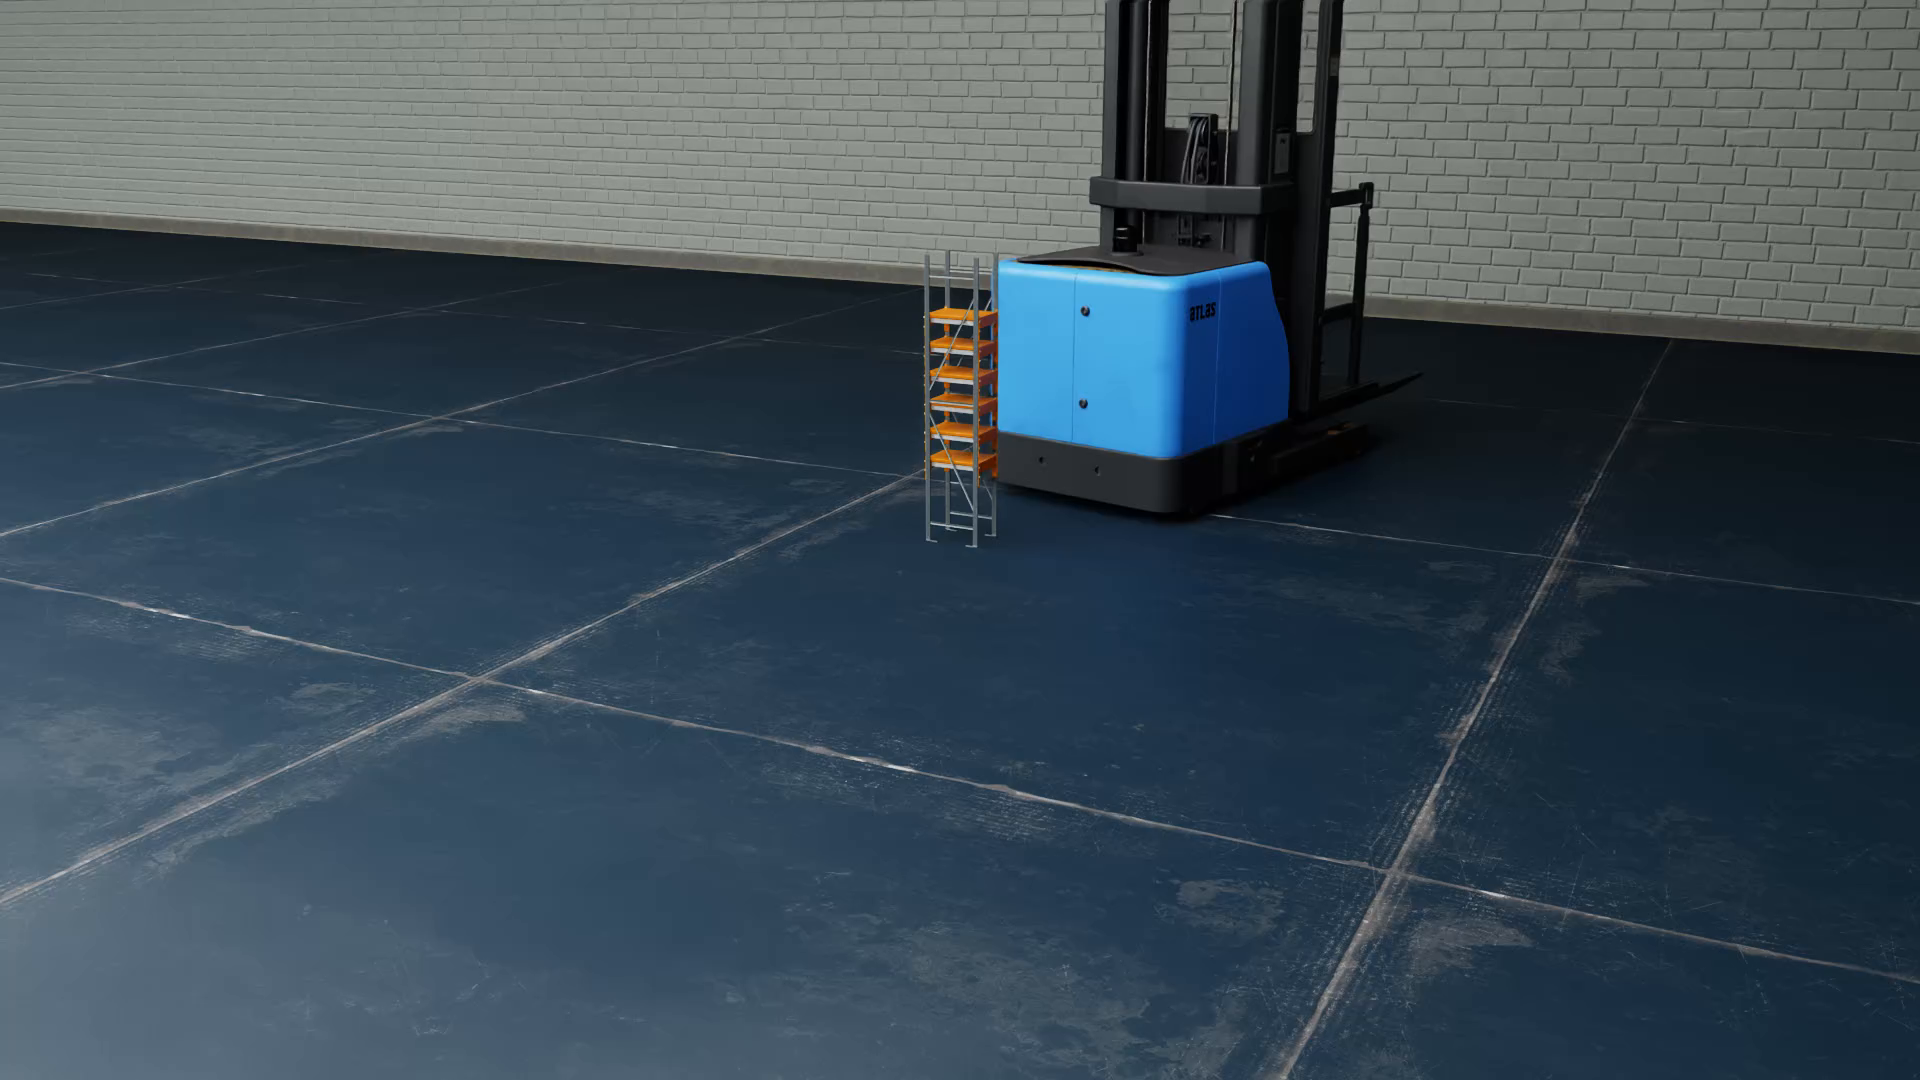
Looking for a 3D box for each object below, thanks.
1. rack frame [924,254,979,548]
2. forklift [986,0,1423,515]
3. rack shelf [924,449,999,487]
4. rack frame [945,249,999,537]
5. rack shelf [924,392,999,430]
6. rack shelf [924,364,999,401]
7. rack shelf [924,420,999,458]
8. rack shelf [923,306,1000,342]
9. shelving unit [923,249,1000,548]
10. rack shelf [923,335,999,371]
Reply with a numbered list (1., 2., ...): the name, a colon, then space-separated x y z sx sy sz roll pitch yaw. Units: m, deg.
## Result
1. rack frame: -0.034 -0.556 6.787 0.240 1.200 0.006 8 18 25
2. forklift: 1.432 -1.870 8.174 1.130 2.935 3.031 13 21 37
3. rack shelf: 0.006 -0.306 6.947 0.258 0.103 0.180 8 18 25
4. rack frame: 0.047 -0.602 6.944 0.240 1.200 0.006 8 18 25
5. rack shelf: 0.006 -0.536 6.879 0.258 0.103 0.180 8 18 25
6. rack shelf: 0.006 -0.651 6.844 0.258 0.103 0.180 8 18 25
7. rack shelf: 0.006 -0.421 6.913 0.258 0.103 0.180 8 18 25
8. rack shelf: 0.006 -0.881 6.776 0.258 0.103 0.180 8 18 25
9. shelving unit: 0.006 -0.579 6.866 0.258 1.200 0.189 8 18 25
10. rack shelf: 0.006 -0.766 6.810 0.258 0.103 0.180 8 18 25
